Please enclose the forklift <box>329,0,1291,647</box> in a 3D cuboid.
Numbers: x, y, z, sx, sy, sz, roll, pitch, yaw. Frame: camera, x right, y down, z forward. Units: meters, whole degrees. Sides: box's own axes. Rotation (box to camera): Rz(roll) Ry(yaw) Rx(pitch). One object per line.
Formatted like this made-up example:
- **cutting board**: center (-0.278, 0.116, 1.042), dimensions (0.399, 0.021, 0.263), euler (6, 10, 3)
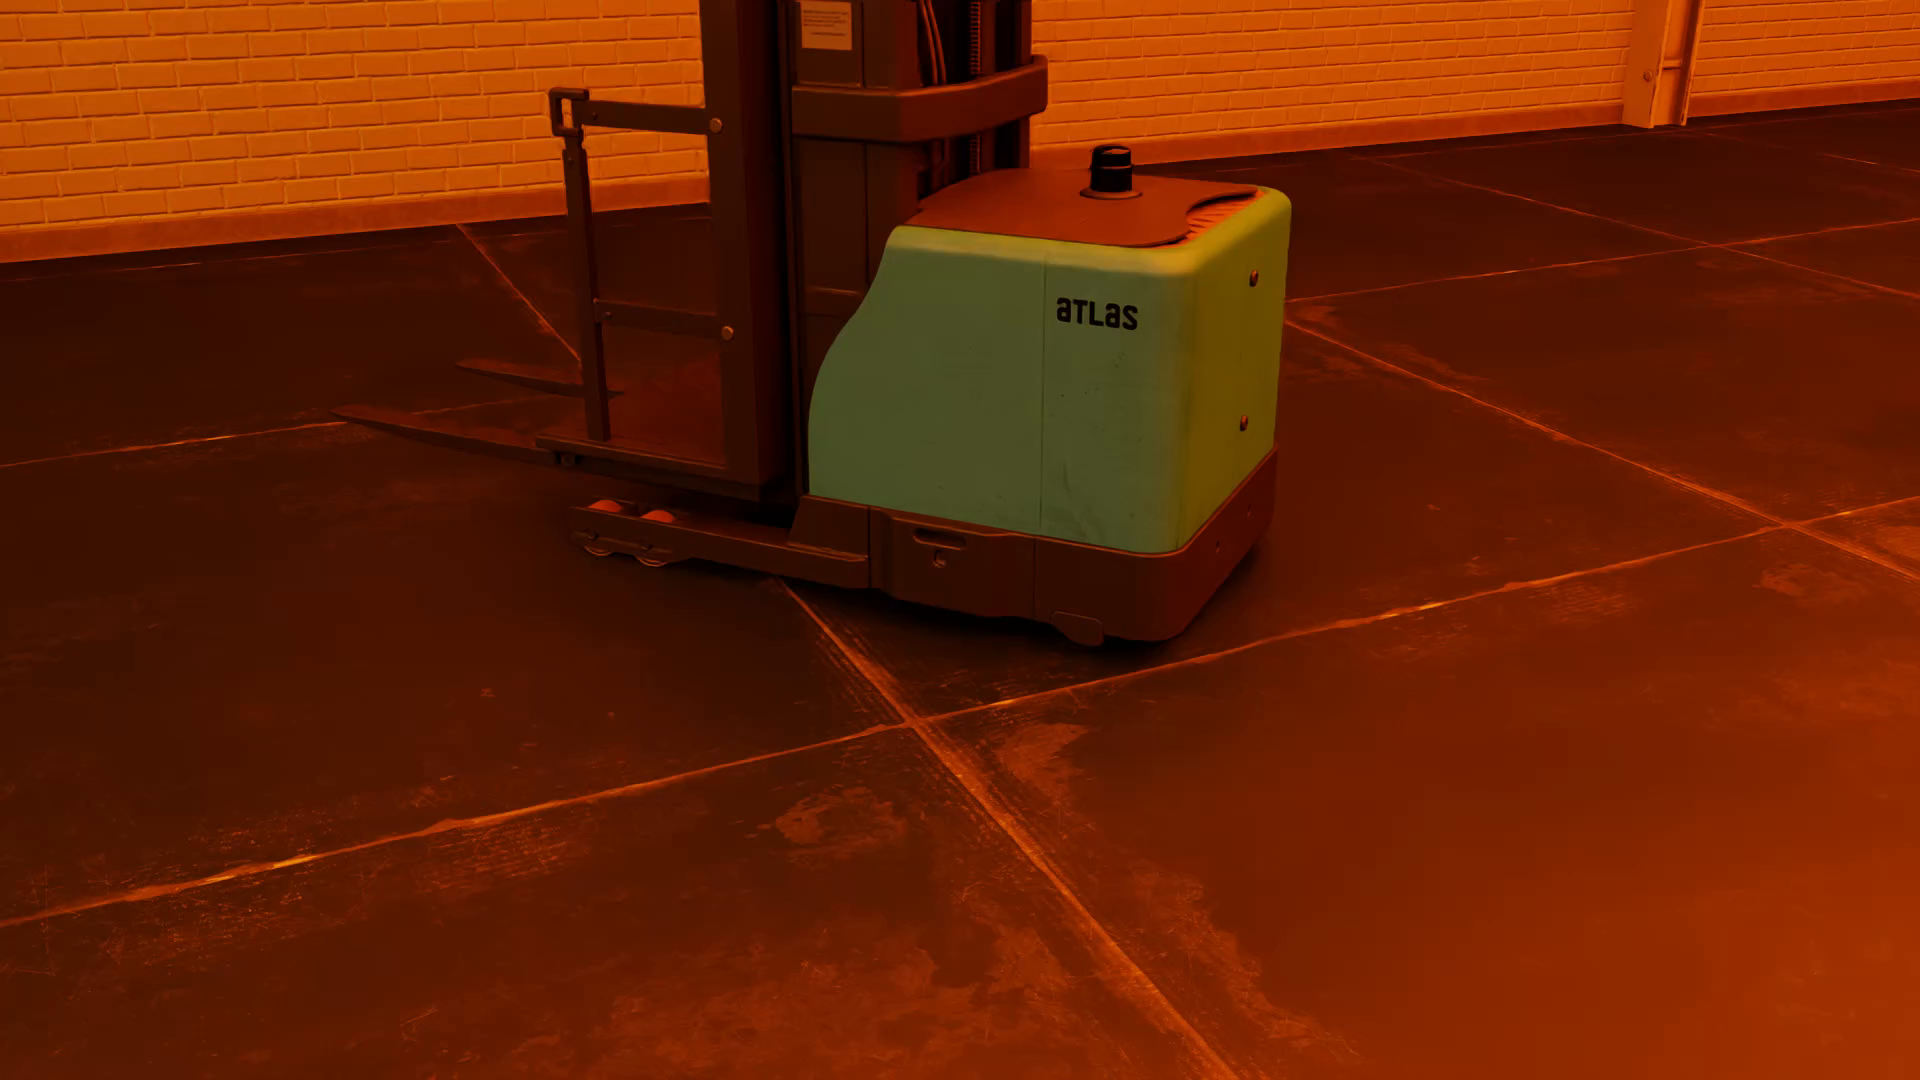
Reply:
- **forklift**: center (-0.605, -1.443, 4.760), dimensions (3.031, 2.935, 1.130), euler (10, 25, 23)
